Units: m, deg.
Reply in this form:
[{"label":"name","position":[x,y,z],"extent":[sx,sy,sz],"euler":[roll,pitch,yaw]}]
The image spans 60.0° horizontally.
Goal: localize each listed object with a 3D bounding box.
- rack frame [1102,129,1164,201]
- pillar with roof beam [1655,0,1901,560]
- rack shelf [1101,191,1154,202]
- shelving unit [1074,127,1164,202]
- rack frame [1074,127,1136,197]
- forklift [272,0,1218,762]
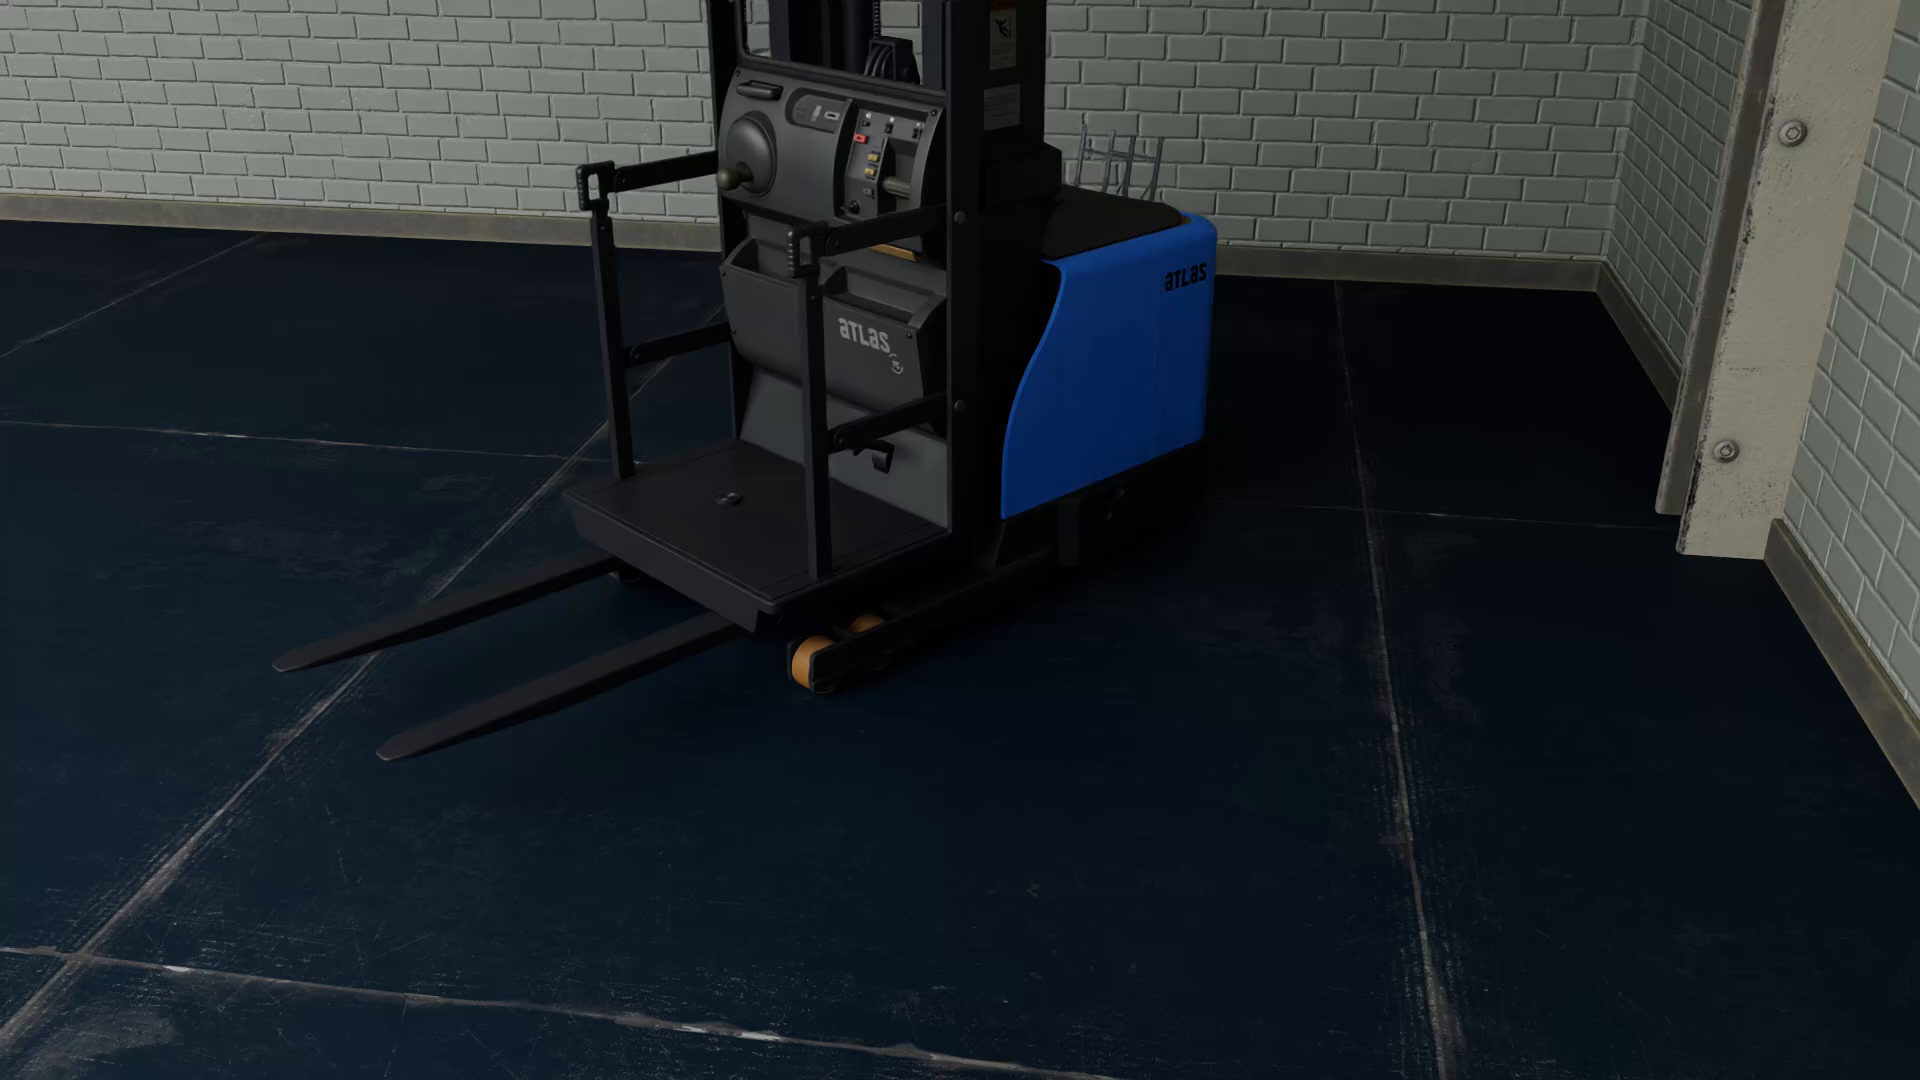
[{"label":"rack frame","position":[0.589,-0.953,6.394],"extent":[0.240,1.200,0.006],"euler":[20,21,36]},{"label":"pillar with roof beam","position":[-1.620,-4.399,4.534],"extent":[9.100,9.000,0.400],"euler":[4,25,9]},{"label":"rack shelf","position":[0.569,-1.240,6.234],"extent":[0.258,0.103,0.180],"euler":[20,21,36]},{"label":"shelving unit","position":[0.530,-0.940,6.325],"extent":[0.258,1.200,0.189],"euler":[20,21,36]},{"label":"rack frame","position":[0.471,-0.927,6.256],"extent":[0.240,1.200,0.006],"euler":[20,21,36]},{"label":"forklift","position":[-0.544,-1.131,4.710],"extent":[3.031,2.935,1.130],"euler":[-22,33,-39]}]
